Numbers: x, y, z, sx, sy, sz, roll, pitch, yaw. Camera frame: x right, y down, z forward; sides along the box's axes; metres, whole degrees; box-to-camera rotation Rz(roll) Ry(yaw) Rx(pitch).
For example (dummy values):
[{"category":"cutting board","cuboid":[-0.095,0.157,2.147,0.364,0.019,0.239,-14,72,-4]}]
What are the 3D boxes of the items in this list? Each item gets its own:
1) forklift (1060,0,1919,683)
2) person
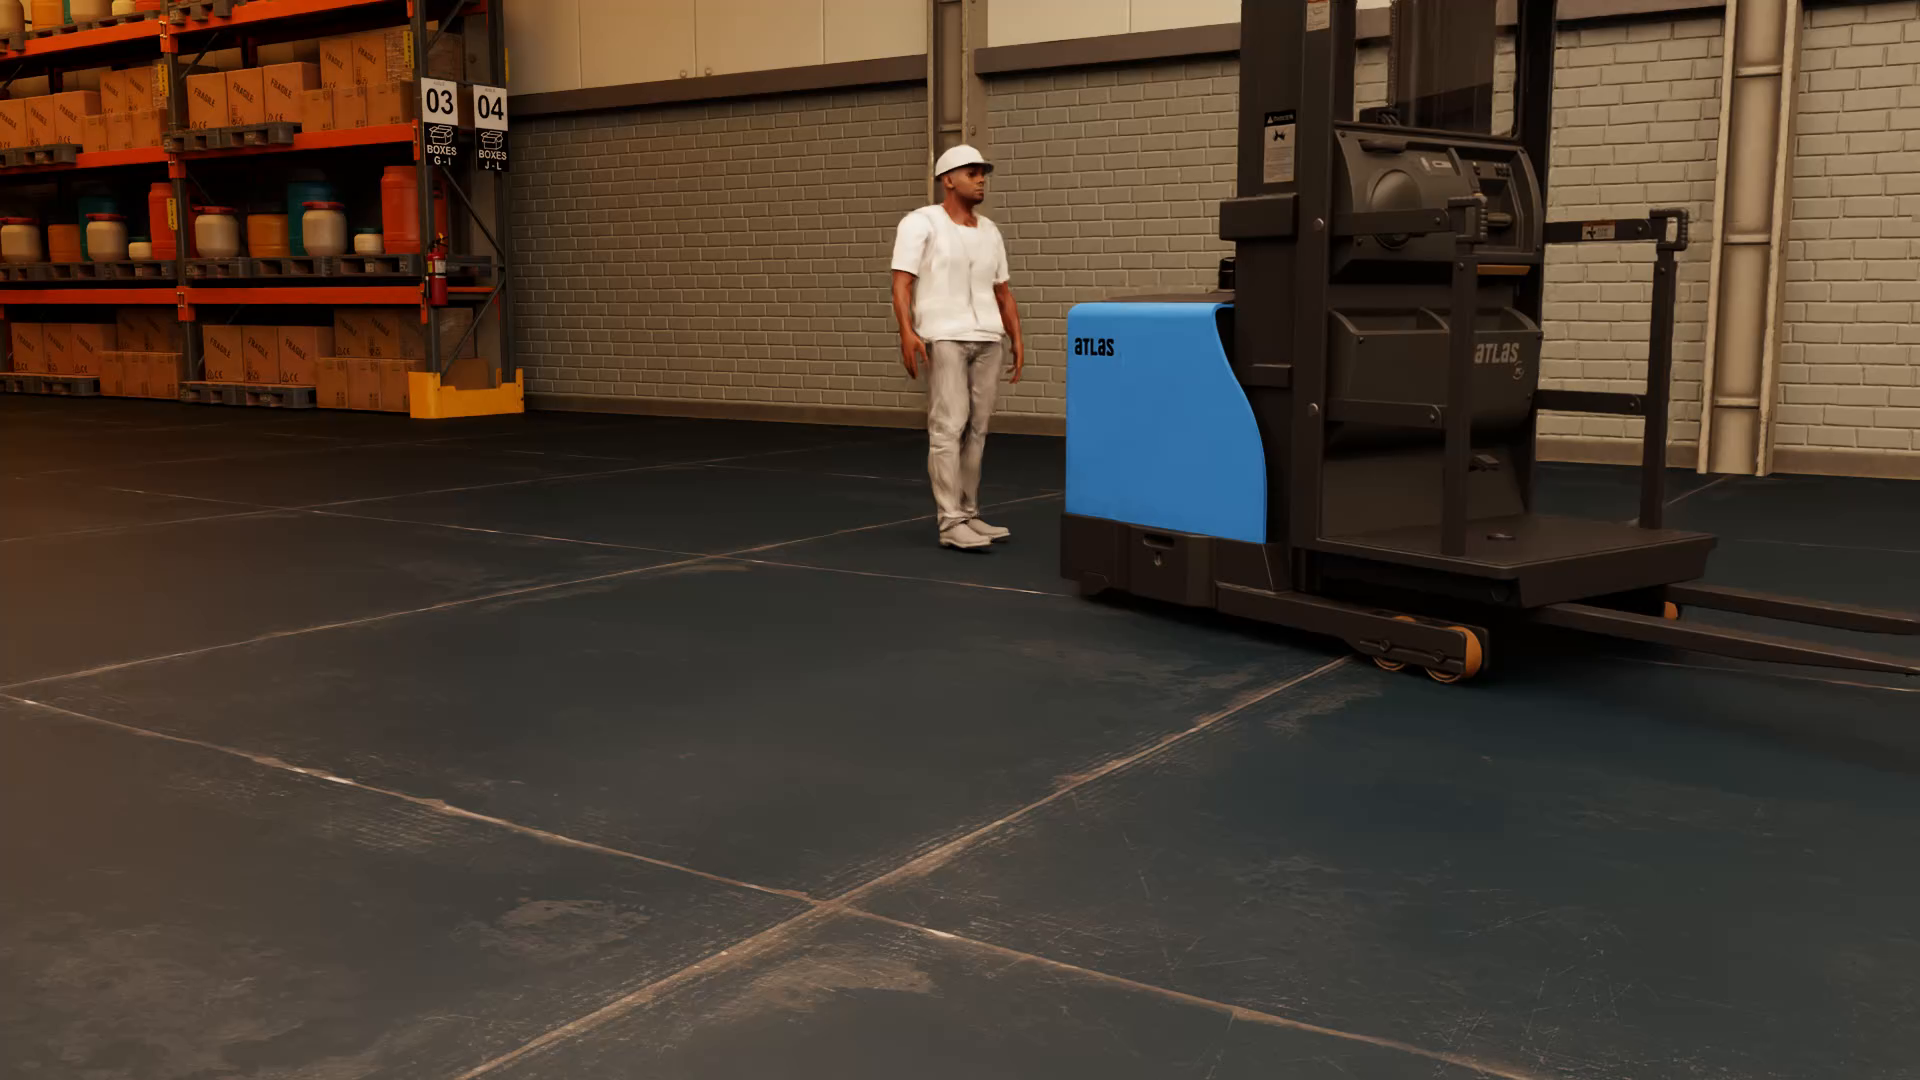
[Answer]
[{"category":"forklift","cuboid":[1.644,-1.120,5.071,1.130,2.935,3.031,-6,10,-36]},{"category":"person","cuboid":[0.065,-0.866,7.393,0.661,1.768,0.638,-6,10,-35]}]
